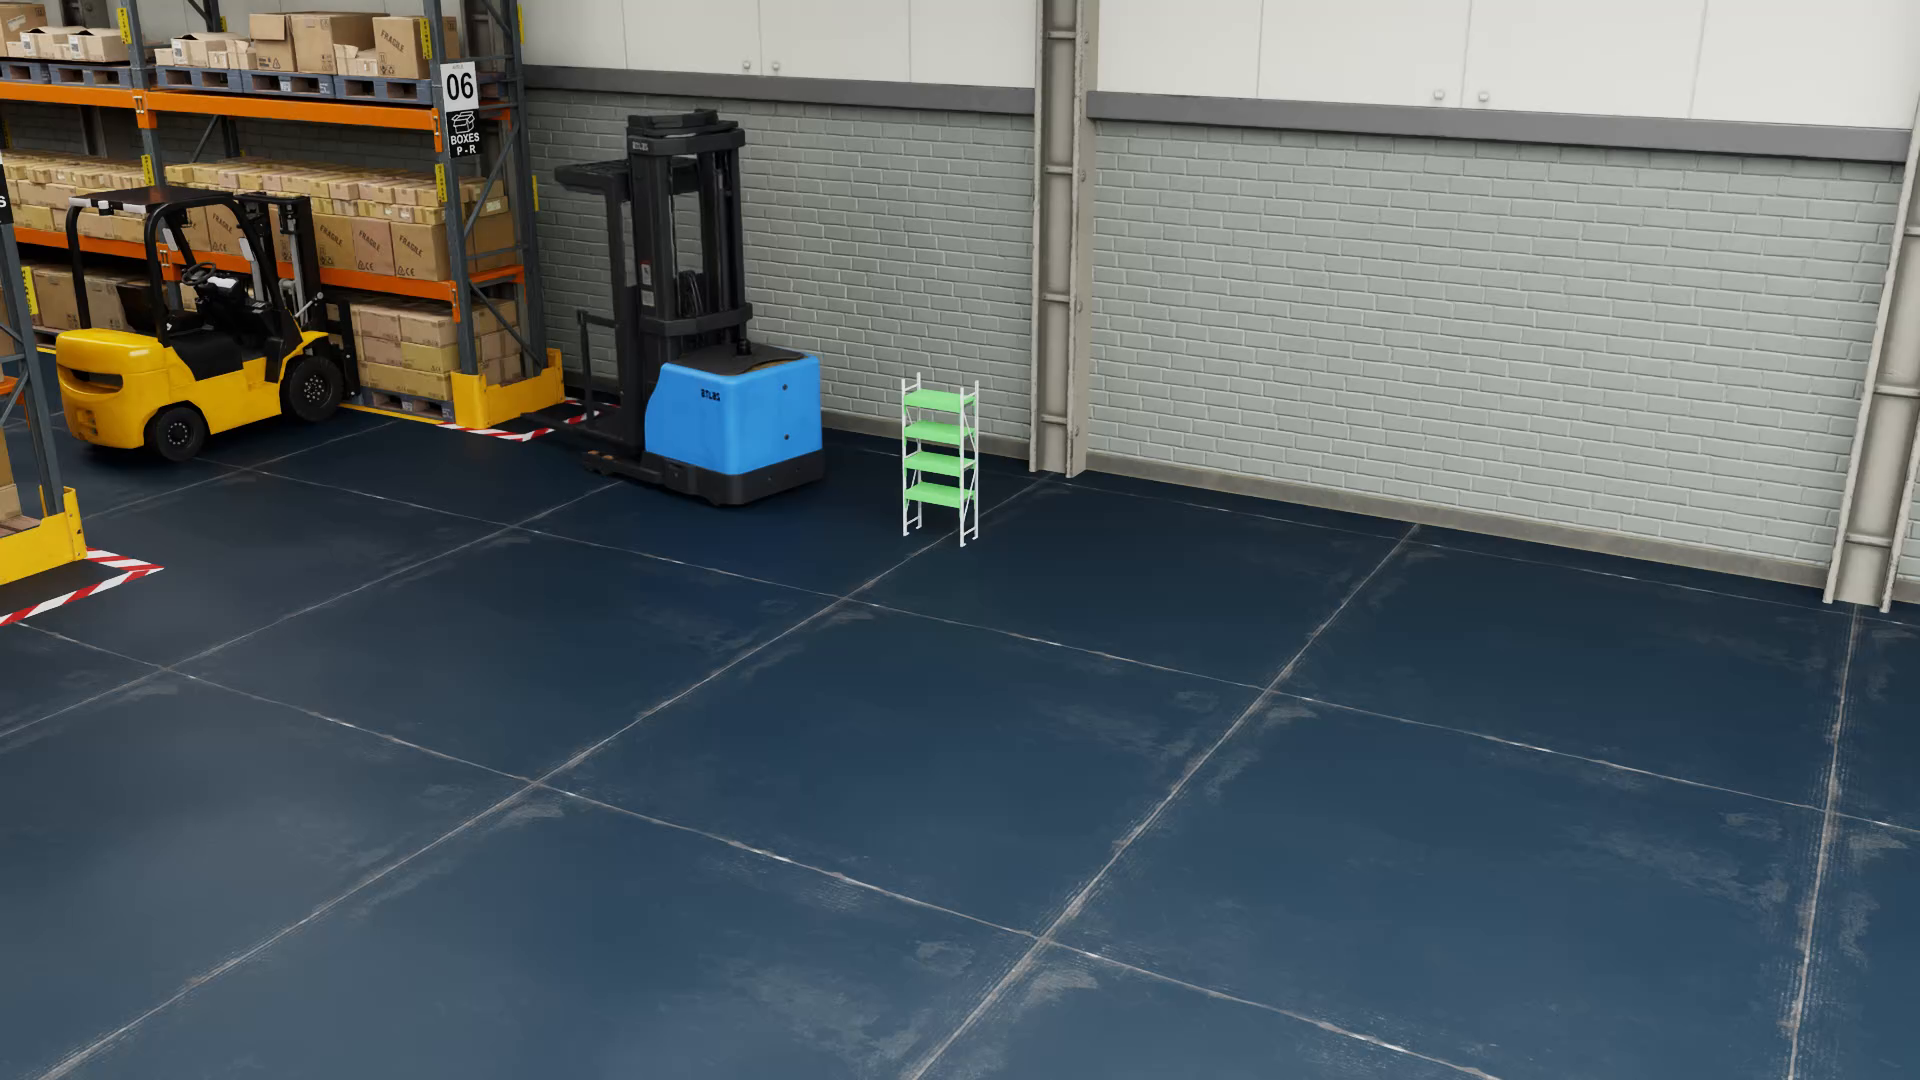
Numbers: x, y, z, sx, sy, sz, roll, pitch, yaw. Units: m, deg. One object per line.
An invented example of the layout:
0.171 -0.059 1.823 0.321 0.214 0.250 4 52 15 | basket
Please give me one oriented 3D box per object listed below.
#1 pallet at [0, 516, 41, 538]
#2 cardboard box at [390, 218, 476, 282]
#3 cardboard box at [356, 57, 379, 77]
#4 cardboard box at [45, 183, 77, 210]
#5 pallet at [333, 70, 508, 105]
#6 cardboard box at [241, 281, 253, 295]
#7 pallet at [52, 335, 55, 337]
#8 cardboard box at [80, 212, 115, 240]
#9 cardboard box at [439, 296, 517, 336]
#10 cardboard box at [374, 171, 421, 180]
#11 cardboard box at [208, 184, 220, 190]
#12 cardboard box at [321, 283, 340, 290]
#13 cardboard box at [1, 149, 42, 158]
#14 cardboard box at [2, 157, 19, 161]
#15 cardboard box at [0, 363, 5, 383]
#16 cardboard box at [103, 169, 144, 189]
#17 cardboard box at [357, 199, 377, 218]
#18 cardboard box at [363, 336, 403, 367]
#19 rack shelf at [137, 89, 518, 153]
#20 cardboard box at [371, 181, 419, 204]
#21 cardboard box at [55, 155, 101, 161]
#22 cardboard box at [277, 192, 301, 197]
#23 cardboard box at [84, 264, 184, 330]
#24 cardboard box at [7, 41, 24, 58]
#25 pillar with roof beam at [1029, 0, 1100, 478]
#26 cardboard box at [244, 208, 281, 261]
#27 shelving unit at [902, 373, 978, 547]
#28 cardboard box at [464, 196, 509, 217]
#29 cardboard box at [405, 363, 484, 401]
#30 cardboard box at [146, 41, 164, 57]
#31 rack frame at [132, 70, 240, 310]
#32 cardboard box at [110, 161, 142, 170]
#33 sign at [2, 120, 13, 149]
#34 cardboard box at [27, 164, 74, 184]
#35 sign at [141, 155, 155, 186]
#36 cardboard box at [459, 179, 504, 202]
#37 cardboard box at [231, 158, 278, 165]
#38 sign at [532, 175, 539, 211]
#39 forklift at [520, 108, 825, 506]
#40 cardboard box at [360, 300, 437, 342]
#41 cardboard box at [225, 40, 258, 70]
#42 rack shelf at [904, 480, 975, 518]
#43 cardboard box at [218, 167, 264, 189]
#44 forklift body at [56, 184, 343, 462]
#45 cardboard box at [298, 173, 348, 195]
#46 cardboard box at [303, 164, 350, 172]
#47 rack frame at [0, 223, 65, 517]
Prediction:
-7.420 0.015 12.015 1.213 0.211 1.003 11 23 27 | pallet
-4.802 -2.667 15.171 0.500 0.500 0.500 10 22 26 | cardboard box
-5.116 -4.200 14.751 0.250 0.149 0.380 10 22 26 | cardboard box
-9.186 -3.621 17.437 0.500 0.250 0.500 11 23 28 | cardboard box
-4.849 -4.110 15.027 1.213 0.211 1.003 11 23 27 | pallet
-7.026 -2.394 16.517 0.500 0.250 0.500 11 23 27 | cardboard box
-10.529 -2.487 18.912 1.213 0.211 1.003 11 23 27 | pallet
-8.746 -3.299 17.280 0.500 0.250 0.500 11 22 27 | cardboard box
-4.572 -2.127 15.781 0.500 0.250 0.500 10 22 26 | cardboard box
-5.334 -3.402 15.812 0.250 0.149 0.380 12 23 29 | cardboard box
-7.119 -3.424 16.308 0.250 0.149 0.380 11 23 27 | cardboard box
-6.328 -2.464 16.709 0.500 0.250 0.500 11 23 28 | cardboard box
-10.563 -4.294 18.707 0.250 0.149 0.380 11 23 29 | cardboard box
-10.389 -4.039 18.003 0.250 0.149 0.380 11 23 28 | cardboard box
-6.858 -1.138 11.471 0.250 0.149 0.380 11 23 28 | cardboard box
-8.565 -3.718 17.117 0.250 0.149 0.380 11 23 27 | cardboard box
-5.329 -3.082 15.364 0.250 0.149 0.380 11 22 27 | cardboard box
-5.255 -1.830 15.695 0.500 0.250 0.500 11 22 27 | cardboard box
-5.991 -4.021 15.706 4.000 0.370 1.077 11 23 27 | rack shelf
-5.132 -3.172 15.176 0.250 0.149 0.380 11 23 28 | cardboard box
-9.670 -4.130 18.253 0.250 0.149 0.380 10 22 26 | cardboard box
-6.247 -3.239 15.797 0.250 0.149 0.380 10 22 26 | cardboard box
-8.871 -2.577 17.937 0.625 0.625 0.875 11 22 27 | cardboard box
-9.518 -5.038 17.063 0.250 0.149 0.380 10 22 27 | cardboard box
-1.274 -3.541 8.930 0.400 9.000 9.100 11 23 27 | pillar with roof beam
-6.571 -3.011 16.121 0.500 0.500 0.500 11 22 27 | cardboard box
-0.145 -0.592 12.236 0.503 1.200 0.258 11 23 27 | shelving unit
-4.414 -3.102 15.419 0.250 0.149 0.380 10 22 26 | cardboard box
-4.809 -1.505 15.532 0.500 0.250 0.500 11 23 28 | cardboard box
-8.382 -5.017 17.005 0.250 0.149 0.380 11 23 27 | cardboard box
-7.737 -3.281 17.012 0.127 3.000 1.000 11 23 27 | rack frame
-8.803 -3.943 17.738 0.250 0.149 0.380 11 23 27 | cardboard box
-10.961 -4.657 19.105 0.005 0.325 0.100 11 23 27 | sign
-9.542 -3.849 17.478 0.250 0.149 0.380 10 22 26 | cardboard box
-7.993 -3.625 16.378 0.005 0.325 0.100 11 23 27 | sign
-4.434 -3.227 15.329 0.250 0.149 0.380 10 22 26 | cardboard box
-7.112 -3.756 16.786 0.250 0.149 0.380 10 22 26 | cardboard box
-3.969 -3.224 15.470 0.005 0.325 0.100 11 23 27 | sign
-2.552 -2.039 13.688 3.031 2.935 1.130 16 26 38 | forklift
-5.247 -2.058 15.589 0.500 0.250 0.500 11 23 28 | cardboard box
-6.589 -4.535 15.505 0.258 0.266 0.396 10 22 26 | cardboard box
-0.145 -0.306 12.340 0.480 0.148 0.258 11 23 27 | rack shelf
-6.929 -3.502 16.086 0.250 0.149 0.380 11 23 28 | cardboard box
-6.790 -1.989 14.695 1.214 2.155 2.313 11 23 27 | forklift body
-6.002 -3.358 15.689 0.250 0.149 0.380 11 23 28 | cardboard box
-6.208 -3.587 16.322 0.250 0.149 0.380 11 22 27 | cardboard box
-6.662 -1.138 11.103 0.127 3.000 1.000 11 23 27 | rack frame
